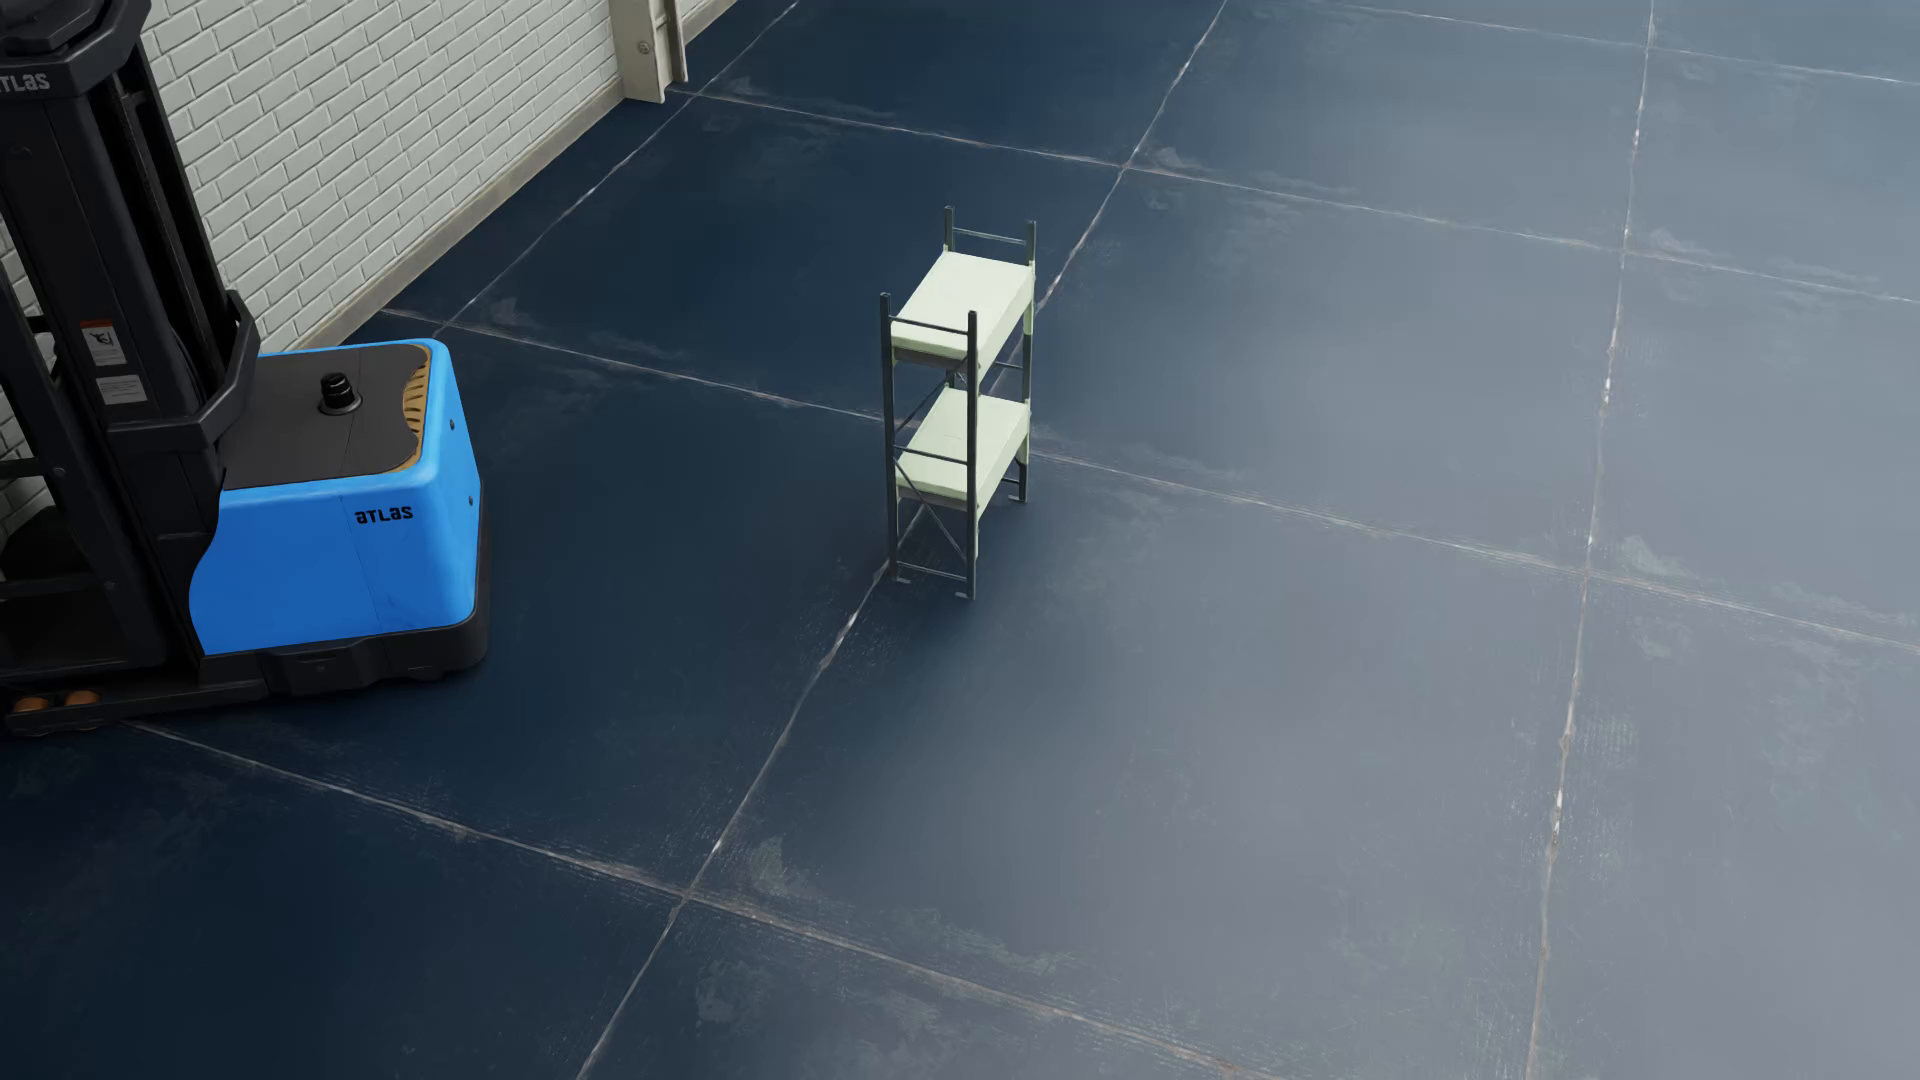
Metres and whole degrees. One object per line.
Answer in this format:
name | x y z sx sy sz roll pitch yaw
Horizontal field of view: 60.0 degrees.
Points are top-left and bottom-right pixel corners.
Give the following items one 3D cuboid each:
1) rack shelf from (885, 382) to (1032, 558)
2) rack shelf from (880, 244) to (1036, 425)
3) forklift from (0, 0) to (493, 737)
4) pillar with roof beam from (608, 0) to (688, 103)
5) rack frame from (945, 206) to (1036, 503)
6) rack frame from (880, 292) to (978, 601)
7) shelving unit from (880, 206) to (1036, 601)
rack shelf | 0.002 -0.327 7.433 0.431 0.370 0.720 13 42 15
rack shelf | 0.002 -0.872 6.968 0.431 0.370 0.720 13 42 15
forklift | -3.570 -0.688 6.252 3.031 2.935 1.130 -7 41 -8
pillar with roof beam | 1.970 -5.544 7.268 9.100 9.000 0.400 13 42 15
rack frame | 0.127 -0.798 7.483 0.400 1.500 0.023 13 42 15
rack frame | -0.123 -0.351 6.960 0.400 1.500 0.023 13 42 15
shelving unit | 0.002 -0.575 7.222 0.431 1.500 0.755 13 42 15
